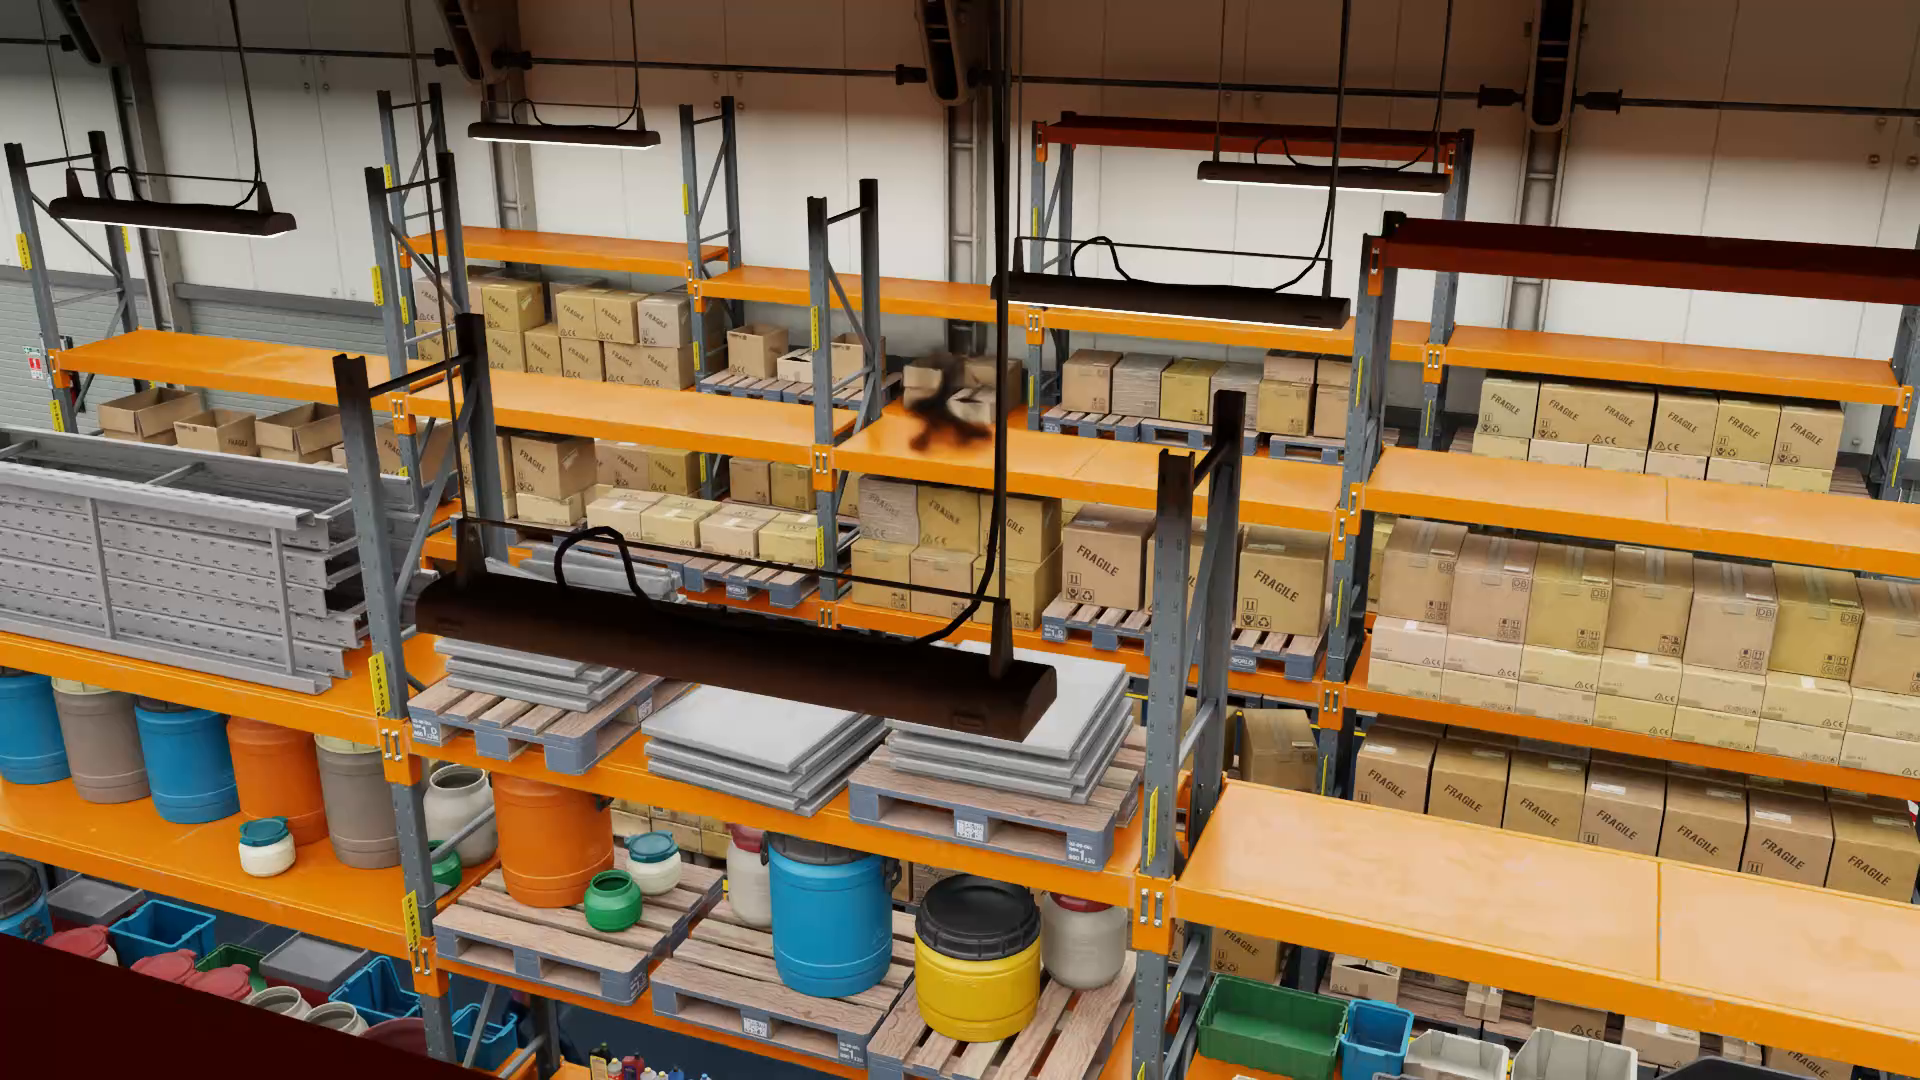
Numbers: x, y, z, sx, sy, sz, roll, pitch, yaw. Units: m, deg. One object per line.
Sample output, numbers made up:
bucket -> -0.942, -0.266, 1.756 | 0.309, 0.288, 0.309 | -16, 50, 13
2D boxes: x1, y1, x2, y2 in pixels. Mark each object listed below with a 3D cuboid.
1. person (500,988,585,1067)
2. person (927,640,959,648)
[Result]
person -> -3.001, 3.217, 11.757 | 0.705, 1.623, 0.526 | 7, 22, 17
person -> -0.245, 1.306, 16.493 | 0.688, 1.757, 0.675 | 2, 21, 6
